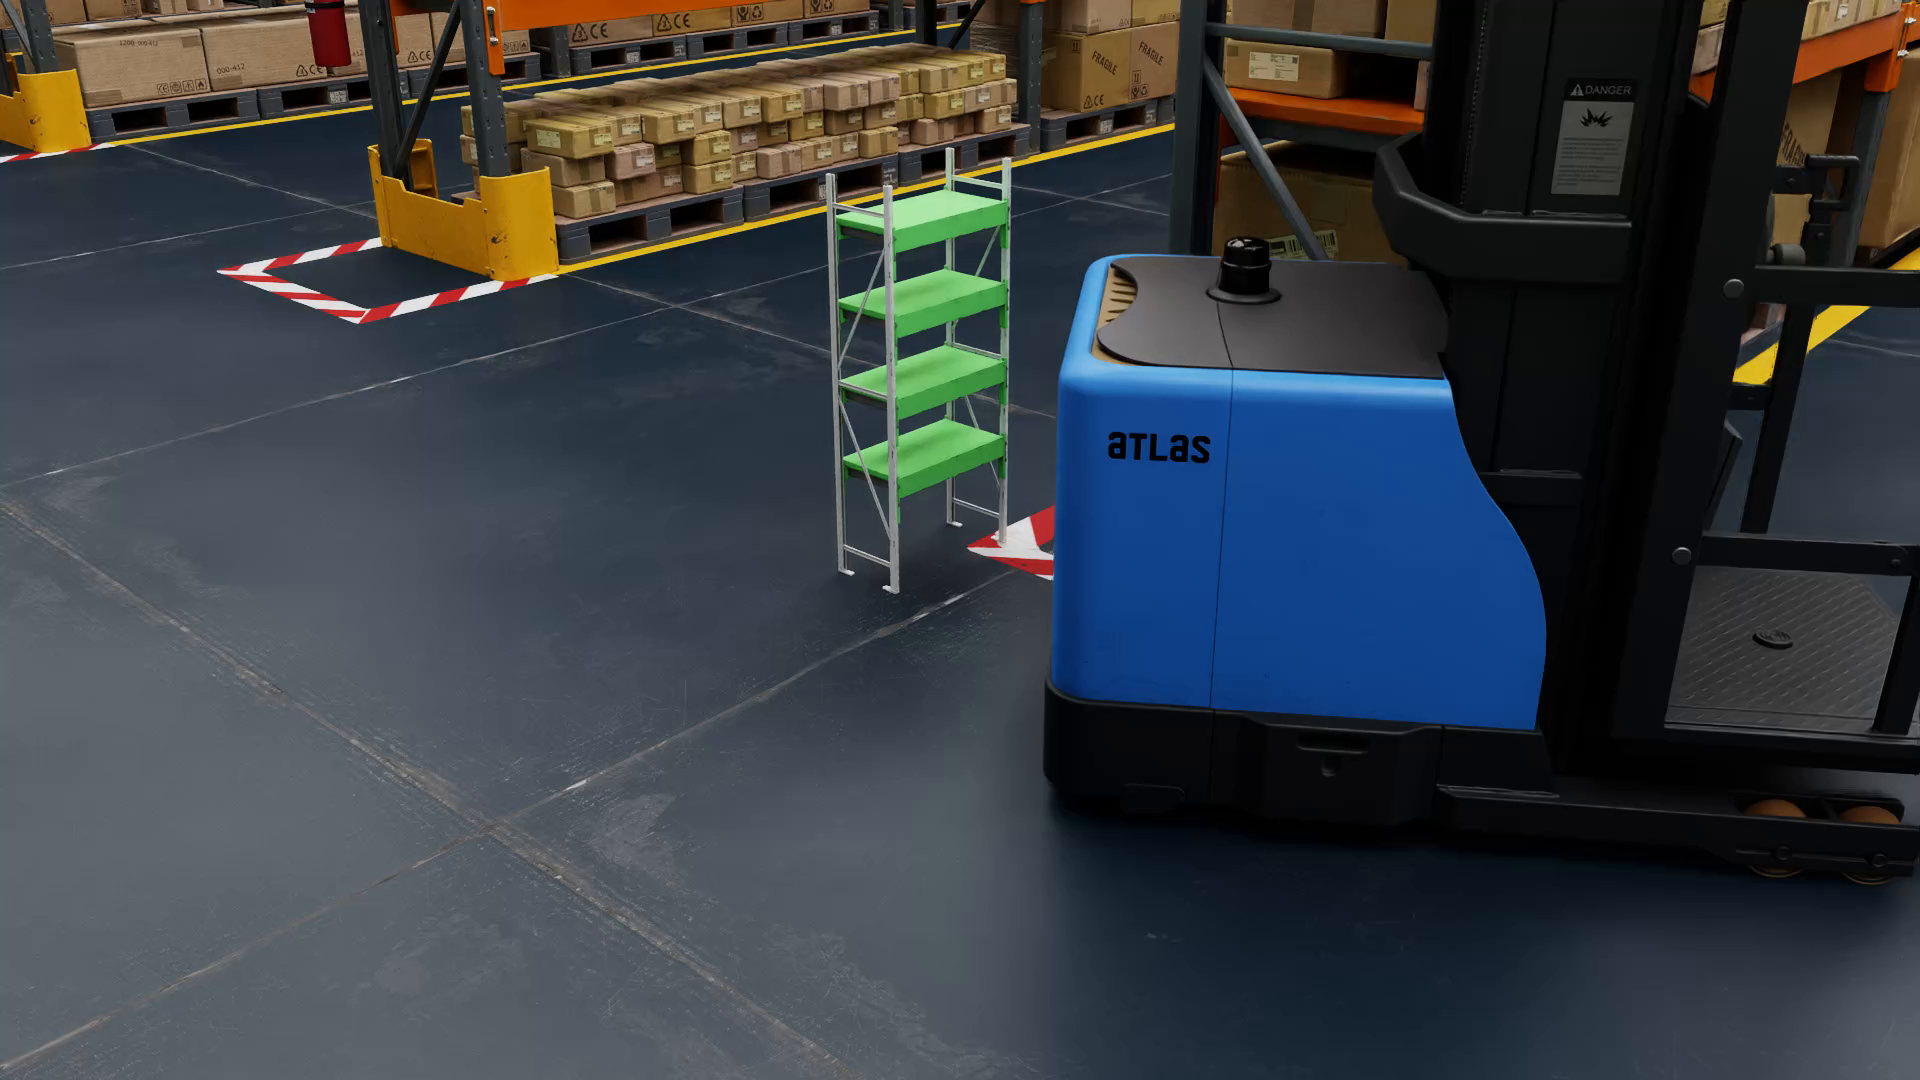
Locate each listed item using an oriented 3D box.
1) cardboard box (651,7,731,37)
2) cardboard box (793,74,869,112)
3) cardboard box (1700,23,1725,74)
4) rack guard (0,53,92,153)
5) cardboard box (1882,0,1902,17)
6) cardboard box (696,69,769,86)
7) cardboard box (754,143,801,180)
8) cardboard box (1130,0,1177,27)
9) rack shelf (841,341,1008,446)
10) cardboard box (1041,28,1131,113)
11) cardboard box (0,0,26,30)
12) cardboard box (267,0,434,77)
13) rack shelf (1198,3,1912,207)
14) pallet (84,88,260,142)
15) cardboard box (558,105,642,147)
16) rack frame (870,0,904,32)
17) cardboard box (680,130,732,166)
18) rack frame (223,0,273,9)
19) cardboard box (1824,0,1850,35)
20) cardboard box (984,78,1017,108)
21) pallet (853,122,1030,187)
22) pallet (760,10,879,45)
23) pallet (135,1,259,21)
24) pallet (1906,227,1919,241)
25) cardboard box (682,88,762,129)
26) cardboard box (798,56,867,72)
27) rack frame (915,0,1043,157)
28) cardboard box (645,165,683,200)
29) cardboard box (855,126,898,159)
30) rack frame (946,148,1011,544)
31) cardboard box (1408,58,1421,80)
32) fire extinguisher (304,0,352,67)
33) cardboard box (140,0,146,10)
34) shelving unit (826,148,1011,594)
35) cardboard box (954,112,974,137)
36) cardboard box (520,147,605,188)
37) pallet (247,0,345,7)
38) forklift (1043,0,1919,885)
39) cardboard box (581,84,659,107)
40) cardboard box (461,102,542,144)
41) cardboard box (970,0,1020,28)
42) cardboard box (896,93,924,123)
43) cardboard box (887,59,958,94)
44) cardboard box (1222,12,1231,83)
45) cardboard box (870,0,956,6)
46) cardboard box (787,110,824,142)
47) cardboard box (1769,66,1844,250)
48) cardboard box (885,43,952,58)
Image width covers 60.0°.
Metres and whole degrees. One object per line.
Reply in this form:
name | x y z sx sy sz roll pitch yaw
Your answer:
cardboard box | -2.691 -5.042 14.913 0.875 0.875 0.875 21 32 39
cardboard box | -0.748 -2.576 9.574 0.380 0.149 0.250 19 30 36
cardboard box | 2.407 -1.703 5.689 0.380 0.149 0.250 20 31 37
rack guard | -6.328 -2.965 11.252 1.175 0.500 0.348 20 31 38
cardboard box | 3.778 -2.329 7.085 0.380 0.149 0.250 20 31 38
cardboard box | -1.335 -2.656 9.751 0.380 0.149 0.250 20 31 38
cardboard box | -1.113 -2.139 9.325 0.380 0.149 0.250 18 30 35
cardboard box | 1.155 -3.720 11.506 0.500 0.250 0.500 21 32 39
rack shelf | -0.111 -0.439 4.918 0.258 0.148 0.480 20 31 38
cardboard box | 0.802 -3.215 11.296 0.500 0.500 0.500 22 32 39
cardboard box | -8.933 -4.929 15.118 0.700 0.500 0.500 22 32 40
cardboard box | -4.738 -3.919 12.944 0.875 0.438 0.875 19 30 36
rack shelf | 2.403 -1.688 6.228 1.077 0.370 4.000 20 31 38
pallet | -5.837 -3.106 11.919 1.003 0.211 1.213 20 31 38
cardboard box | -1.861 -2.138 8.597 0.380 0.149 0.250 21 31 38
rack frame | -0.973 -6.551 16.193 1.000 3.000 0.127 20 31 38
cardboard box | -1.443 -2.124 8.928 0.380 0.149 0.250 21 32 39
rack frame | -7.341 -6.686 16.496 1.000 3.000 0.127 20 31 38
cardboard box | 3.263 -2.094 6.561 0.380 0.149 0.250 21 31 38
cardboard box | 0.138 -2.855 10.558 0.380 0.149 0.250 21 32 39
pallet | -0.311 -2.524 10.622 1.003 0.211 1.213 20 31 38
pallet | -1.555 -5.059 16.274 1.003 0.211 1.213 20 31 38
pallet | -7.800 -5.205 16.600 1.003 0.211 1.213 20 31 38
pallet | 5.011 -1.983 9.414 1.003 0.211 1.213 20 31 38
cardboard box | -1.302 -2.360 9.092 0.380 0.149 0.250 22 32 39
cardboard box | -0.790 -2.881 10.253 0.380 0.149 0.250 19 30 36
rack frame | 0.111 -4.011 10.529 1.000 3.000 0.127 20 31 38
cardboard box | -1.696 -1.935 8.870 0.380 0.149 0.250 21 31 38
cardboard box | -0.587 -2.374 9.849 0.380 0.149 0.250 20 31 37
rack frame | 0.052 -0.571 5.058 0.240 1.200 0.015 20 31 38
cardboard box | 1.402 -1.647 5.564 0.380 0.149 0.250 20 31 38
fire extinguisher | -3.070 -2.636 8.013 0.296 0.674 0.183 20 31 38
cardboard box | -8.248 -5.308 16.393 0.380 0.149 0.250 20 31 37
shelving unit | -0.111 -0.497 4.892 0.258 1.200 0.503 20 31 38
cardboard box | -0.132 -2.633 10.427 0.380 0.149 0.250 21 32 39
cardboard box | -2.017 -1.908 8.448 0.380 0.149 0.250 22 32 40
pallet | -6.827 -5.672 17.642 1.003 0.211 1.213 20 31 38
forklift | 1.753 -0.825 3.508 3.031 2.935 1.130 3 24 7
cardboard box | -1.885 -2.421 9.228 0.380 0.149 0.250 19 30 36
cardboard box | -2.394 -2.185 8.701 0.380 0.149 0.250 21 31 38
cardboard box | 0.420 -3.700 11.462 0.500 0.250 0.500 19 30 36
cardboard box | -0.440 -2.633 10.063 0.380 0.149 0.250 20 31 38
cardboard box | -0.234 -2.827 10.134 0.380 0.149 0.250 20 31 37
cardboard box | 1.846 -3.686 12.347 0.500 0.500 0.500 18 30 35
cardboard box | -0.588 -5.713 17.023 0.950 0.372 0.625 18 30 34
cardboard box | -0.999 -2.404 9.553 0.380 0.149 0.250 22 32 40
cardboard box | 3.237 -1.669 7.389 0.875 0.875 0.875 20 31 38
cardboard box | -0.273 -3.125 10.797 0.380 0.149 0.250 22 32 40
